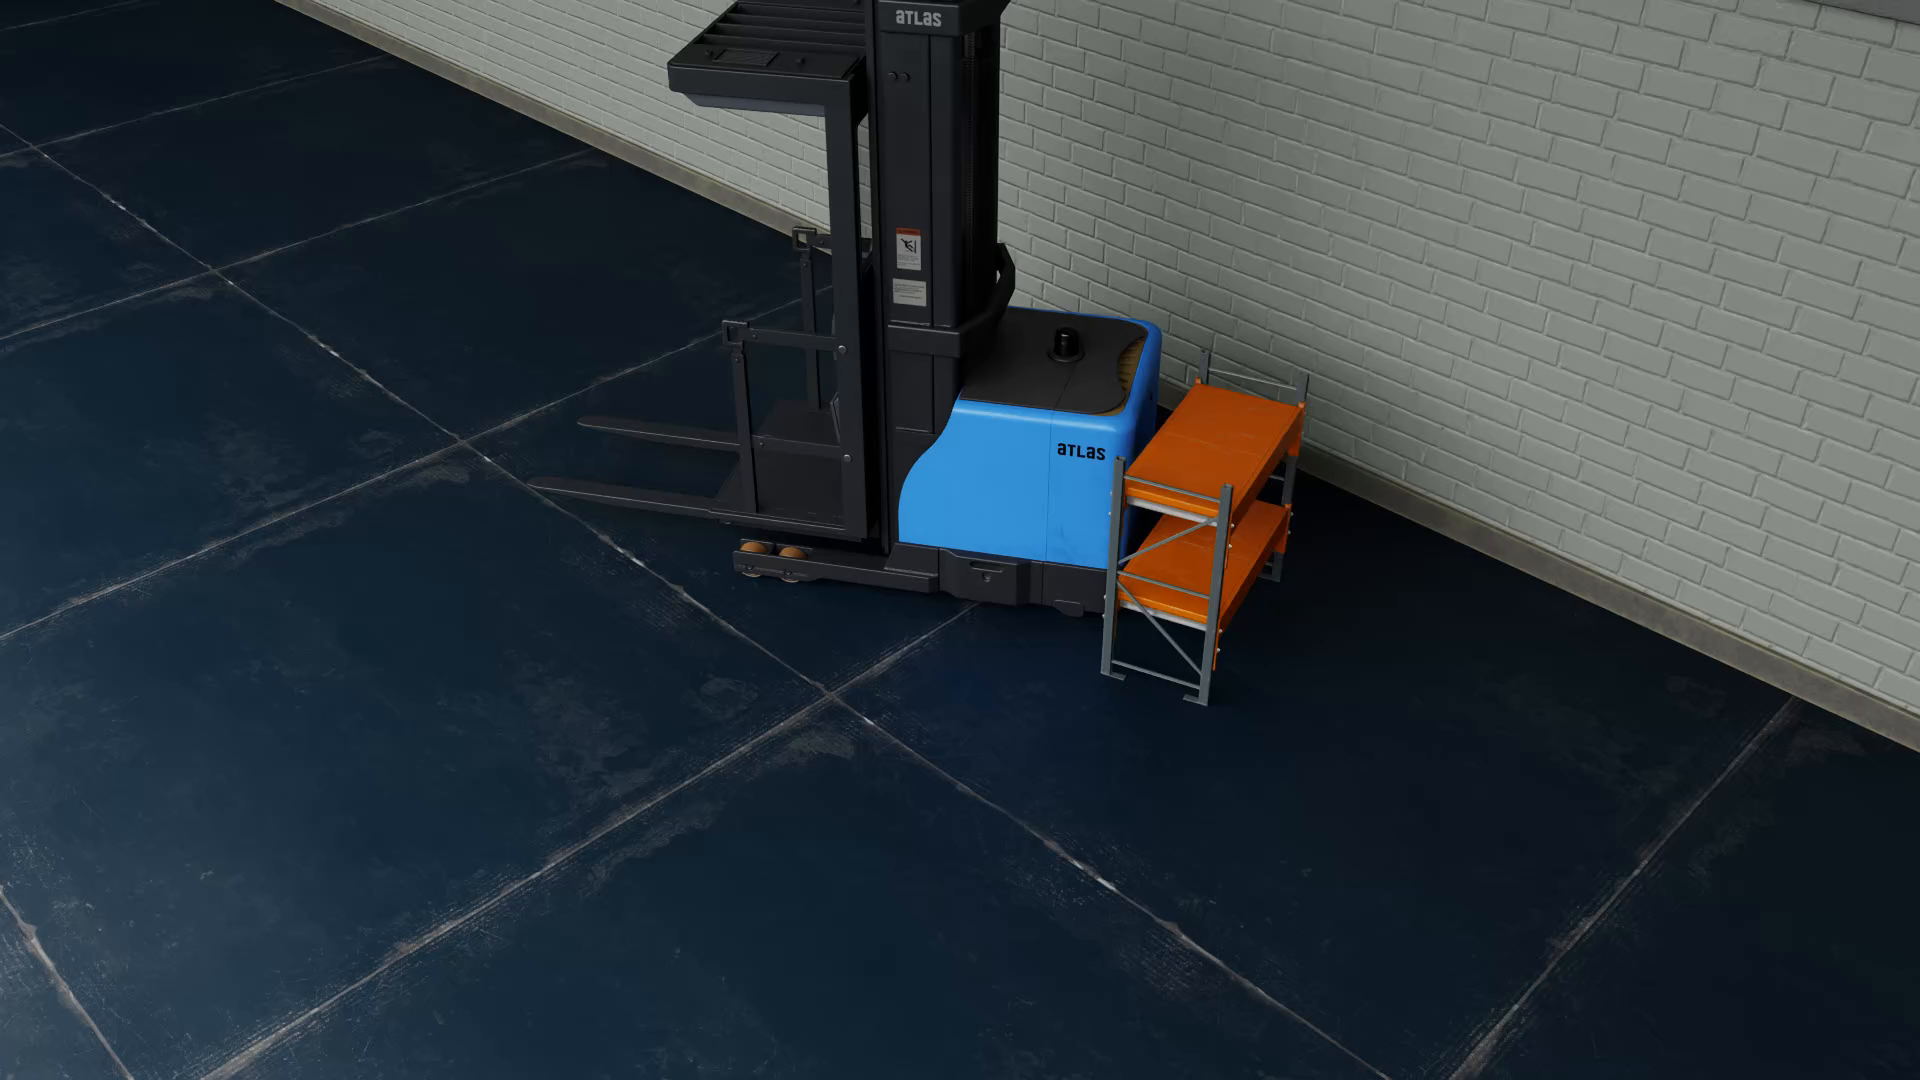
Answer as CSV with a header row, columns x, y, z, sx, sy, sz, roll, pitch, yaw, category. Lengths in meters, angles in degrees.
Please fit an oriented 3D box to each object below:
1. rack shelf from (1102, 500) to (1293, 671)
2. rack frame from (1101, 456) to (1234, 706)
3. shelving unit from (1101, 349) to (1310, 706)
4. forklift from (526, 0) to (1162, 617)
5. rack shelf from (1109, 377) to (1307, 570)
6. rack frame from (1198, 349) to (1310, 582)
x,y,z,sx,sy,sz,roll,pitch,yaw,category
1.085,0.130,7.508,0.538,0.278,1.000,16,38,22,rack shelf
0.856,0.189,6.996,0.500,1.125,0.032,16,38,22,rack frame
1.085,-0.071,7.368,0.538,1.125,1.048,16,38,22,shelving unit
-0.606,-1.284,7.529,3.031,2.935,1.130,8,36,11,forklift
1.085,-0.311,7.201,0.538,0.278,1.000,16,38,22,rack shelf
1.313,-0.330,7.740,0.500,1.125,0.032,16,38,22,rack frame
